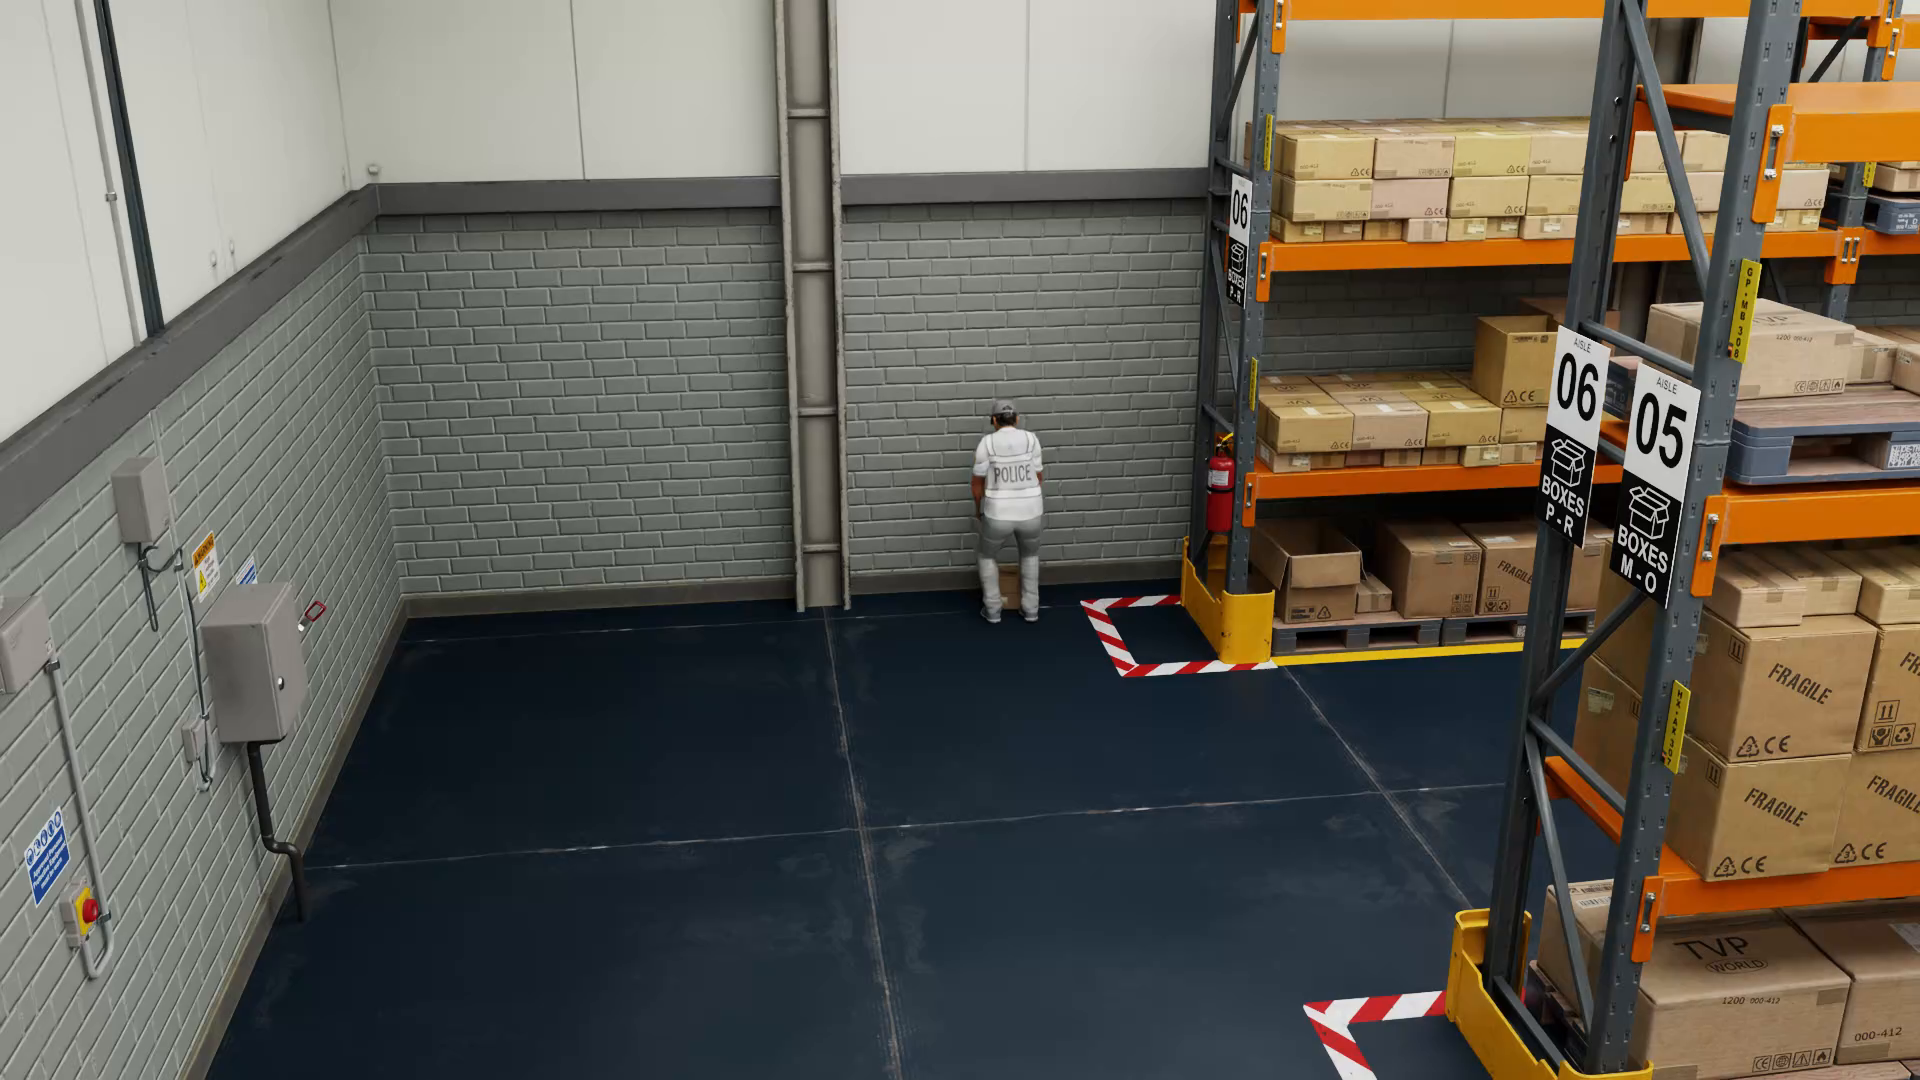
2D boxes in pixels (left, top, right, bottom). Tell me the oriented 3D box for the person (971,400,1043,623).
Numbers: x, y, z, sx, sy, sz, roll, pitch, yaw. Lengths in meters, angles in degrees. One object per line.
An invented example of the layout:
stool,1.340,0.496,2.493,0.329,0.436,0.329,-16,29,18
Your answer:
person,0.328,-0.187,11.715,0.507,1.587,0.532,-2,20,-6
